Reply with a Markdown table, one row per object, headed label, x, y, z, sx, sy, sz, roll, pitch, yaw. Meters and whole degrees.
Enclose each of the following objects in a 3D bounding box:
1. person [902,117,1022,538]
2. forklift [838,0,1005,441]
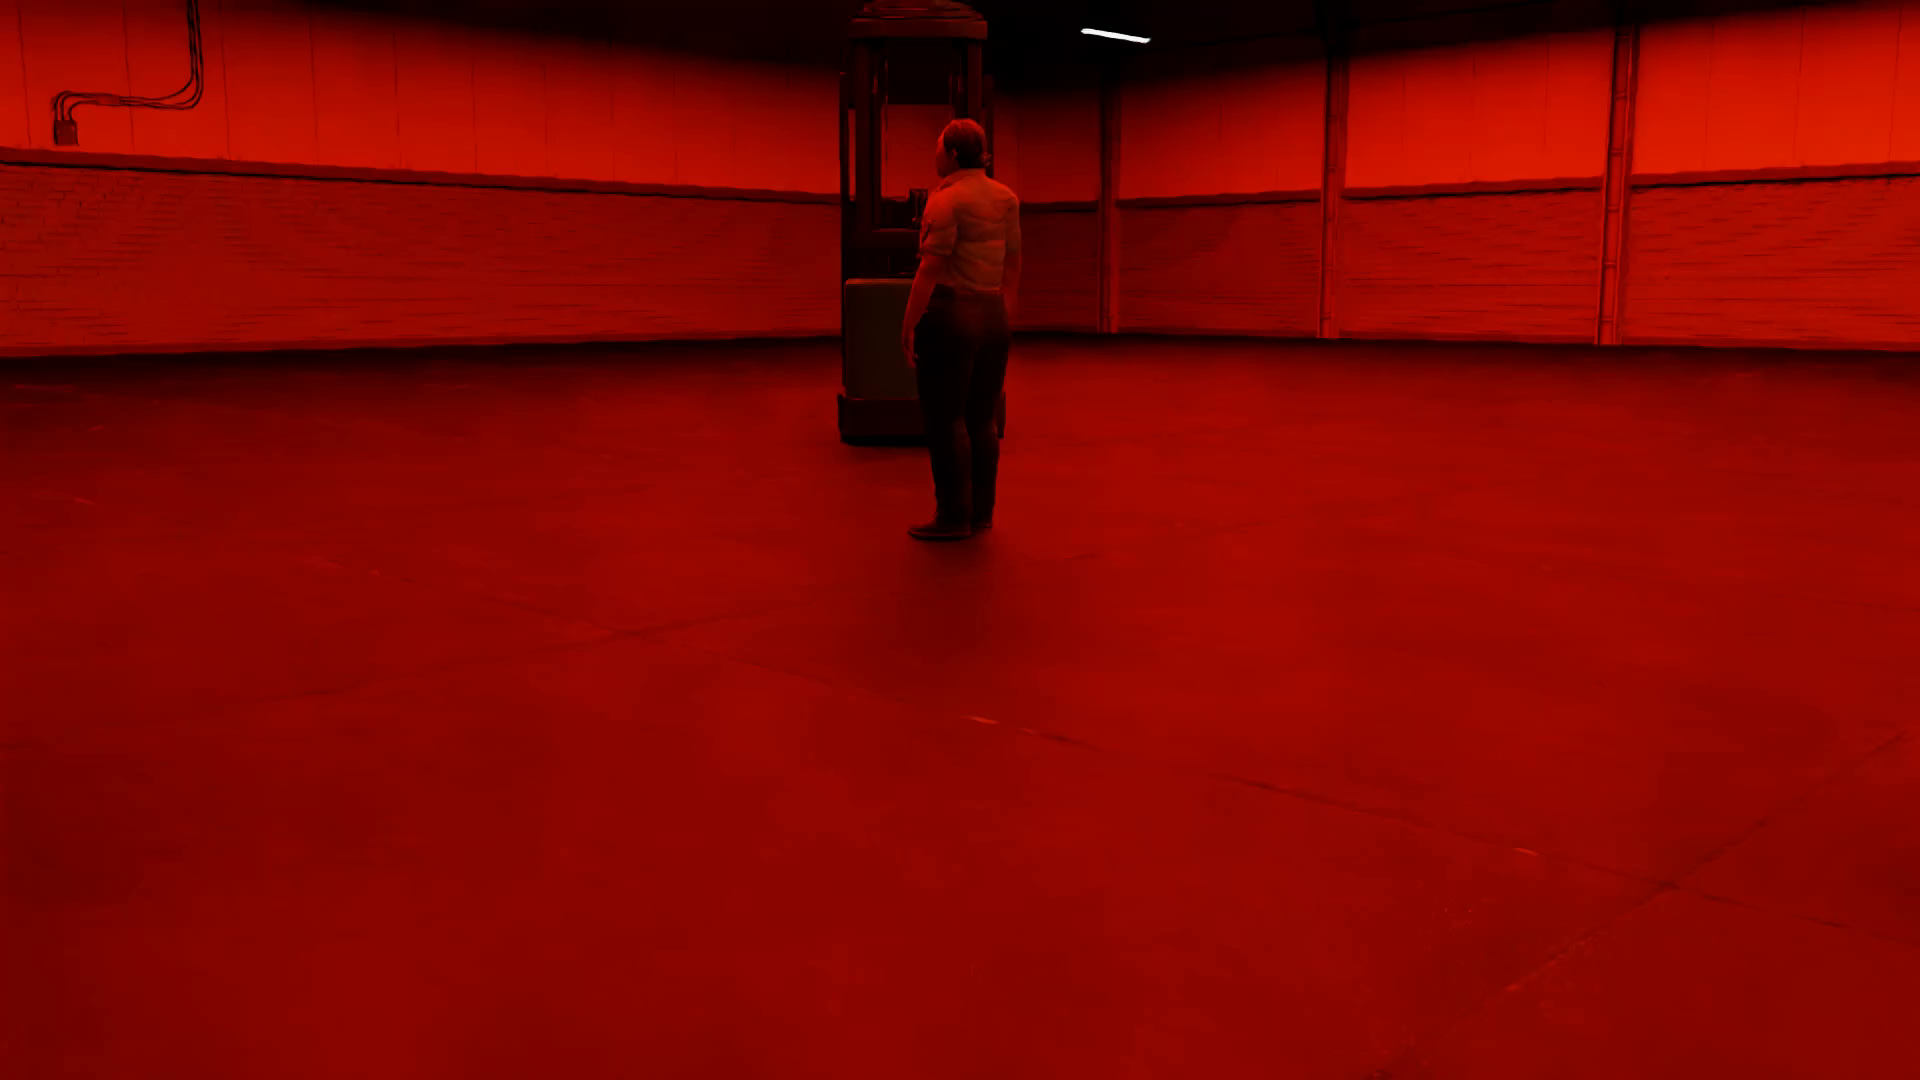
| label | x | y | z | sx | sy | sz | roll | pitch | yaw |
| --- | --- | --- | --- | --- | --- | --- | --- | --- | --- |
| person | -0.049 | -0.834 | 6.671 | 0.502 | 1.650 | 0.599 | 8 | 12 | 43 |
| forklift | -0.322 | -2.287 | 12.066 | 1.130 | 2.935 | 3.031 | -1 | 9 | -4 |
